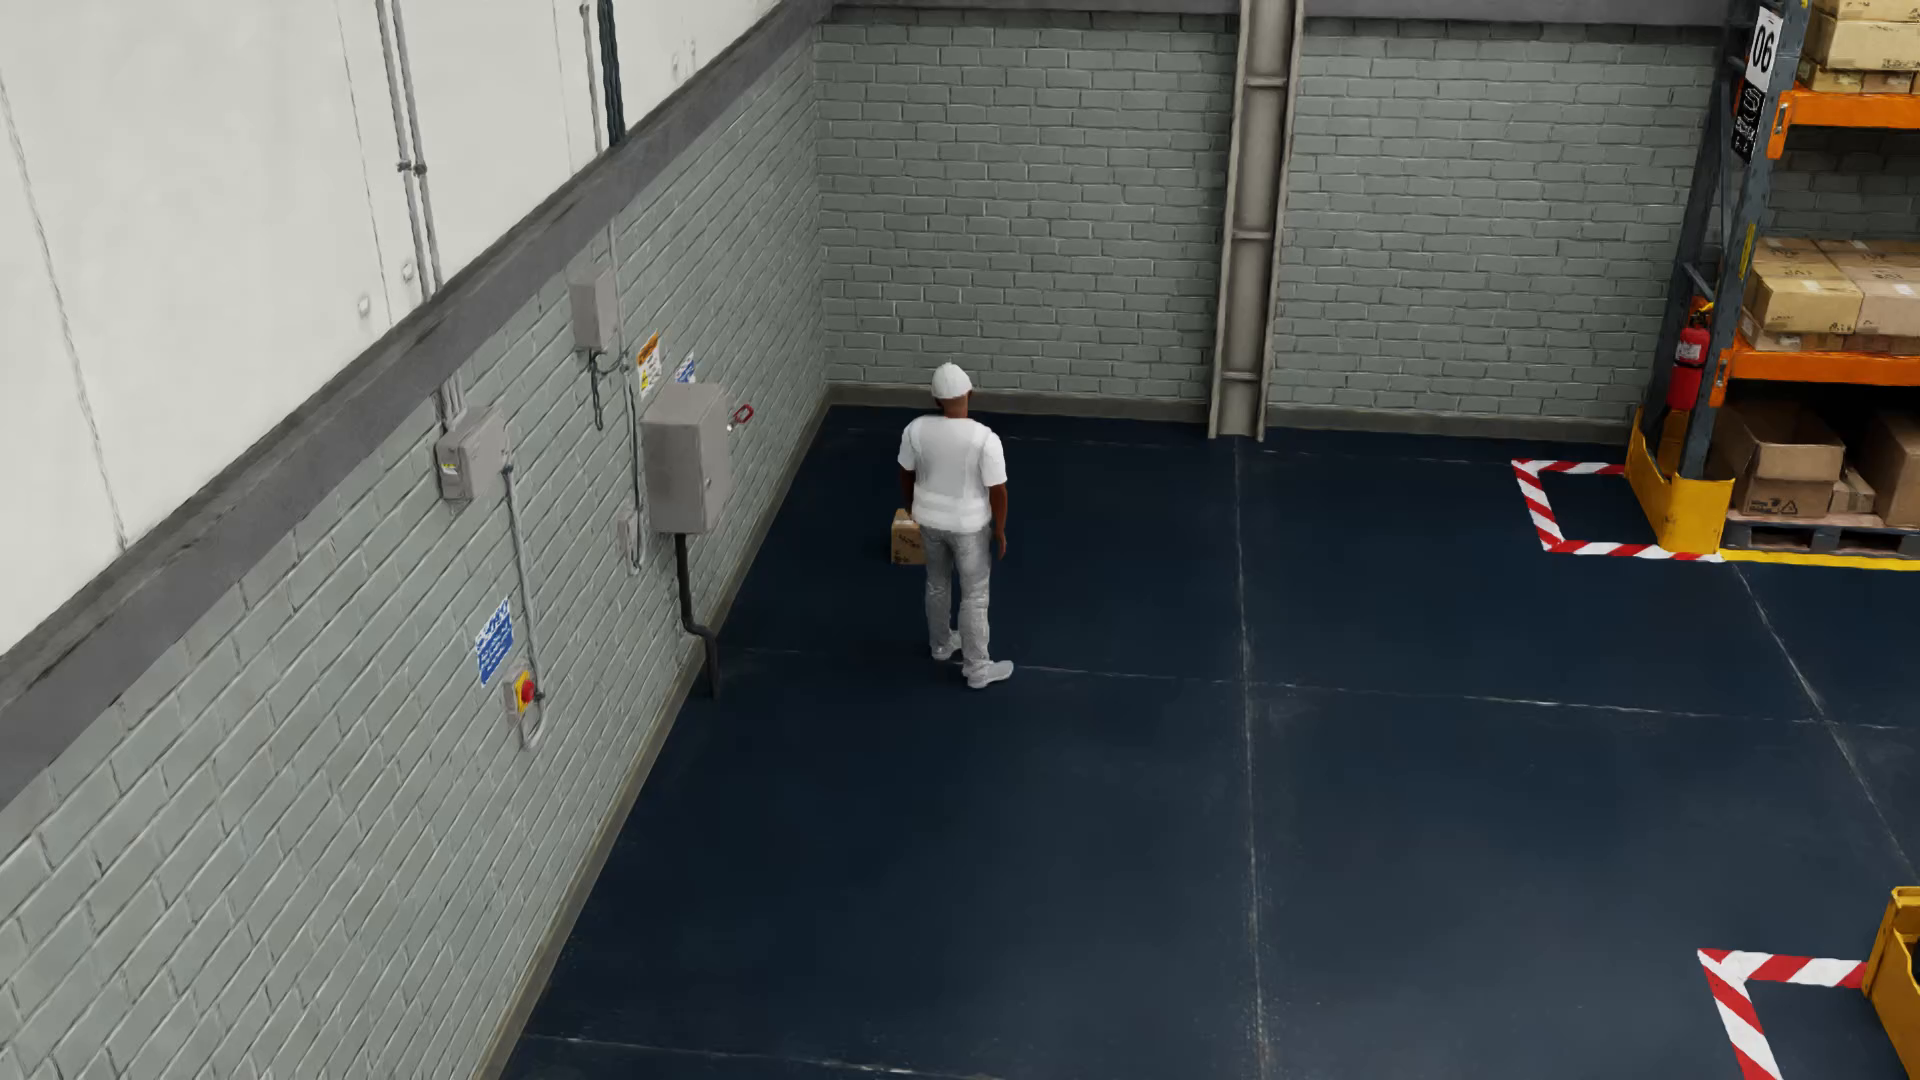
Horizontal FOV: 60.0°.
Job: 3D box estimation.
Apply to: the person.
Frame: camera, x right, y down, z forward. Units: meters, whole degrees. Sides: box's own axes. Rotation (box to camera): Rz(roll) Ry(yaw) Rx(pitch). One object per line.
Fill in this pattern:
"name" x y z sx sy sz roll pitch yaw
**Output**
"person" -0.015 -0.106 8.799 0.681 1.763 0.526 11 30 19
